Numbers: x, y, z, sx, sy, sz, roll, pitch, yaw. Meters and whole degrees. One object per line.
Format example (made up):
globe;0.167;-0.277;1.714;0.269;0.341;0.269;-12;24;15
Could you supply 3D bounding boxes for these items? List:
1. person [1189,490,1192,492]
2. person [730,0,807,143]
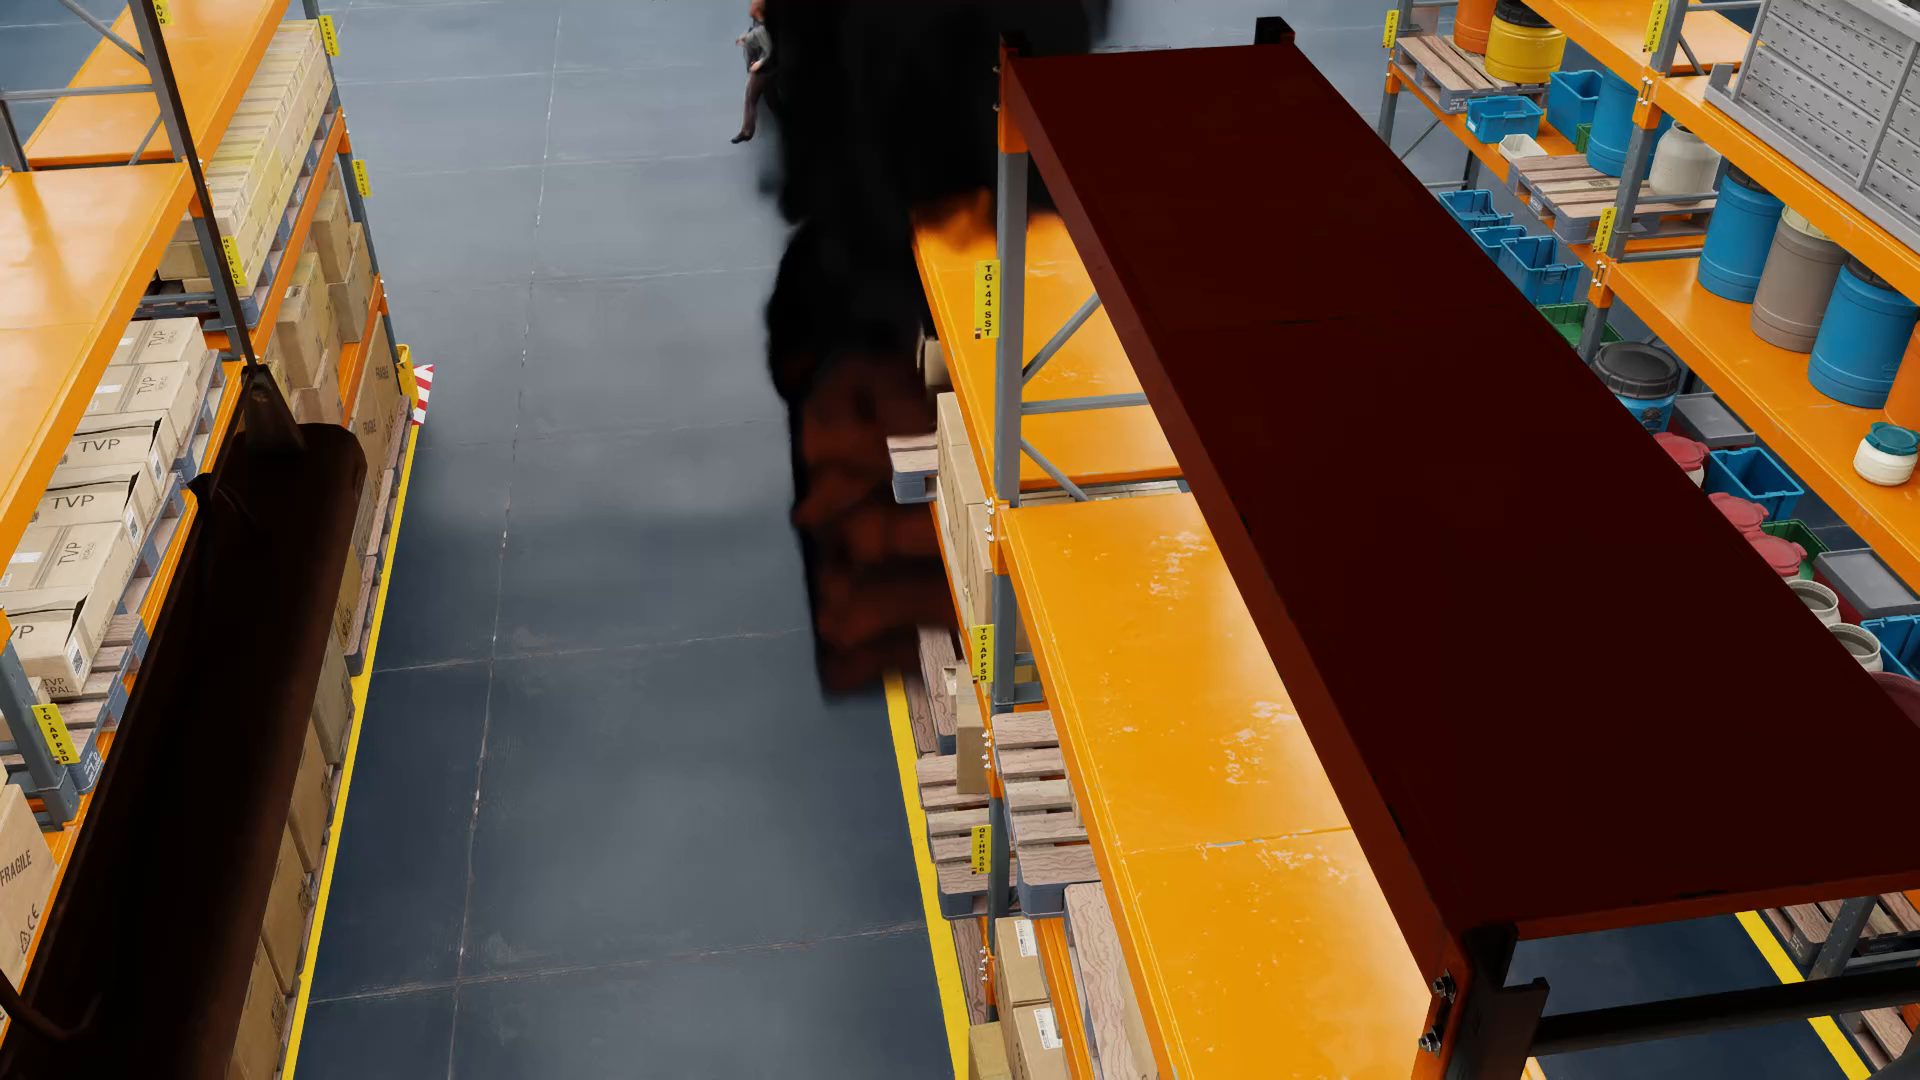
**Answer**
person;1.611;0.134;11.422;0.588;1.615;0.507;-8;37;-11
person;-2.284;-5.451;19.405;0.954;1.737;0.658;10;38;14
